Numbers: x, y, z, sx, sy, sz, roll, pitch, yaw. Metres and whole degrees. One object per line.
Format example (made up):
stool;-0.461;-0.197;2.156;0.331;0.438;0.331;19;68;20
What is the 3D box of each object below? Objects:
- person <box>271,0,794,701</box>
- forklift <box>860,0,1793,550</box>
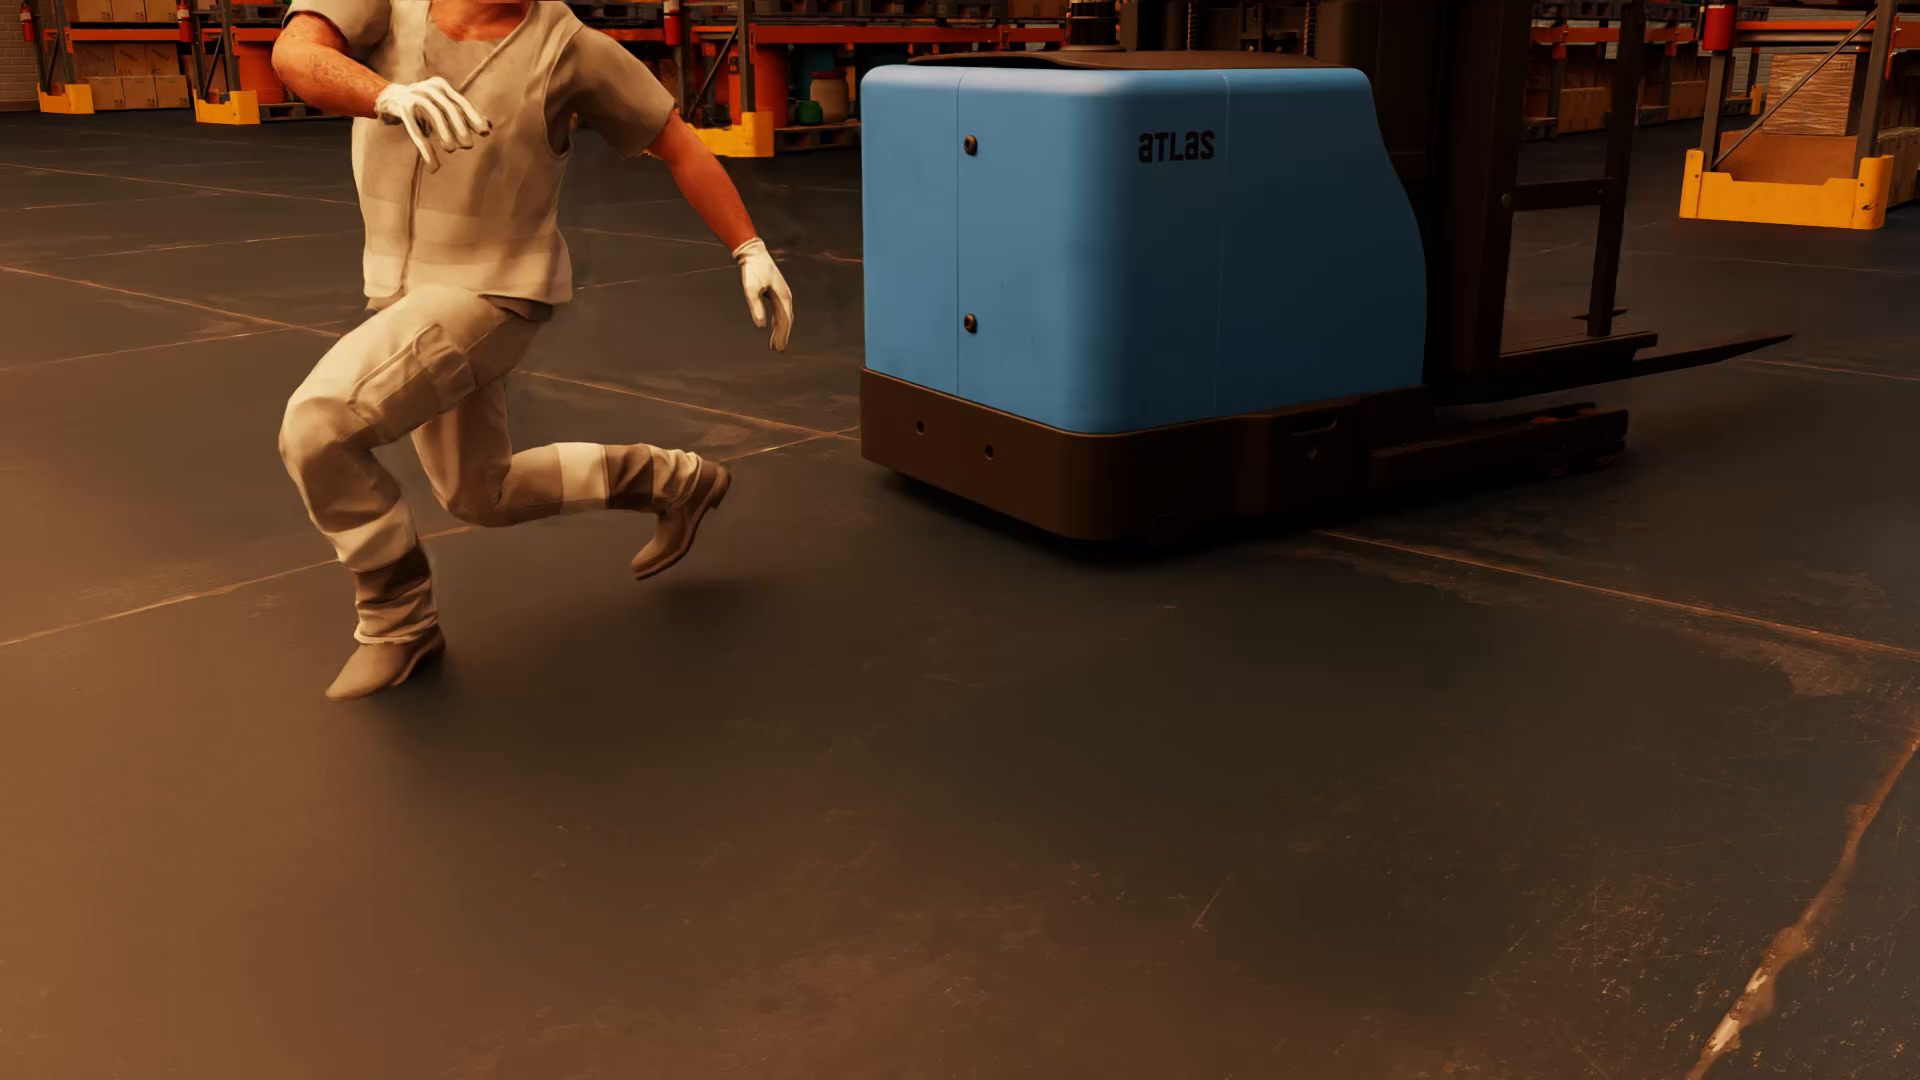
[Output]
person;-0.791;-0.506;3.085;0.703;1.538;0.962;10;20;31
forklift;1.245;-1.689;4.461;3.031;2.935;1.130;-11;20;-32
